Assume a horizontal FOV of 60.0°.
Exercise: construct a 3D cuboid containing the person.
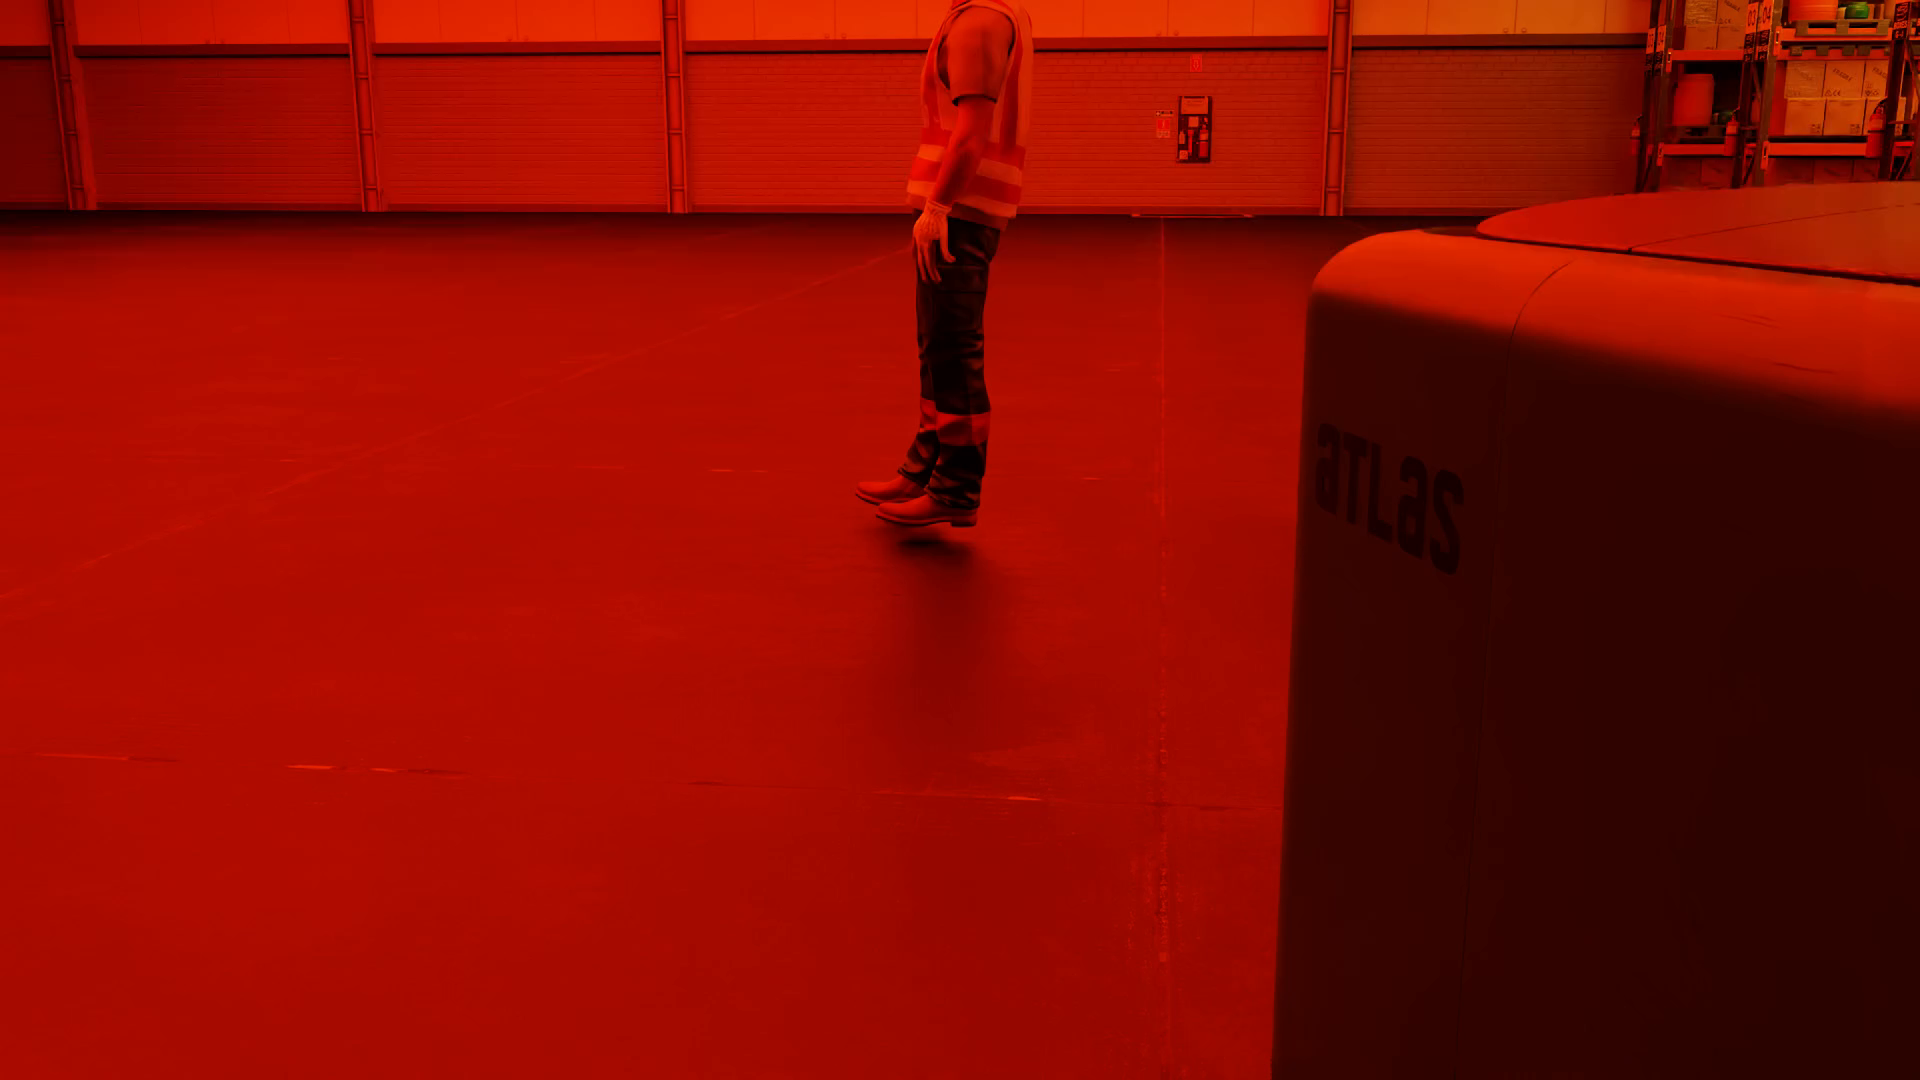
[{"bbox_3d":[-0.079,-0.922,4.753,0.561,1.789,0.637,2,13,7],"label":"person"}]
